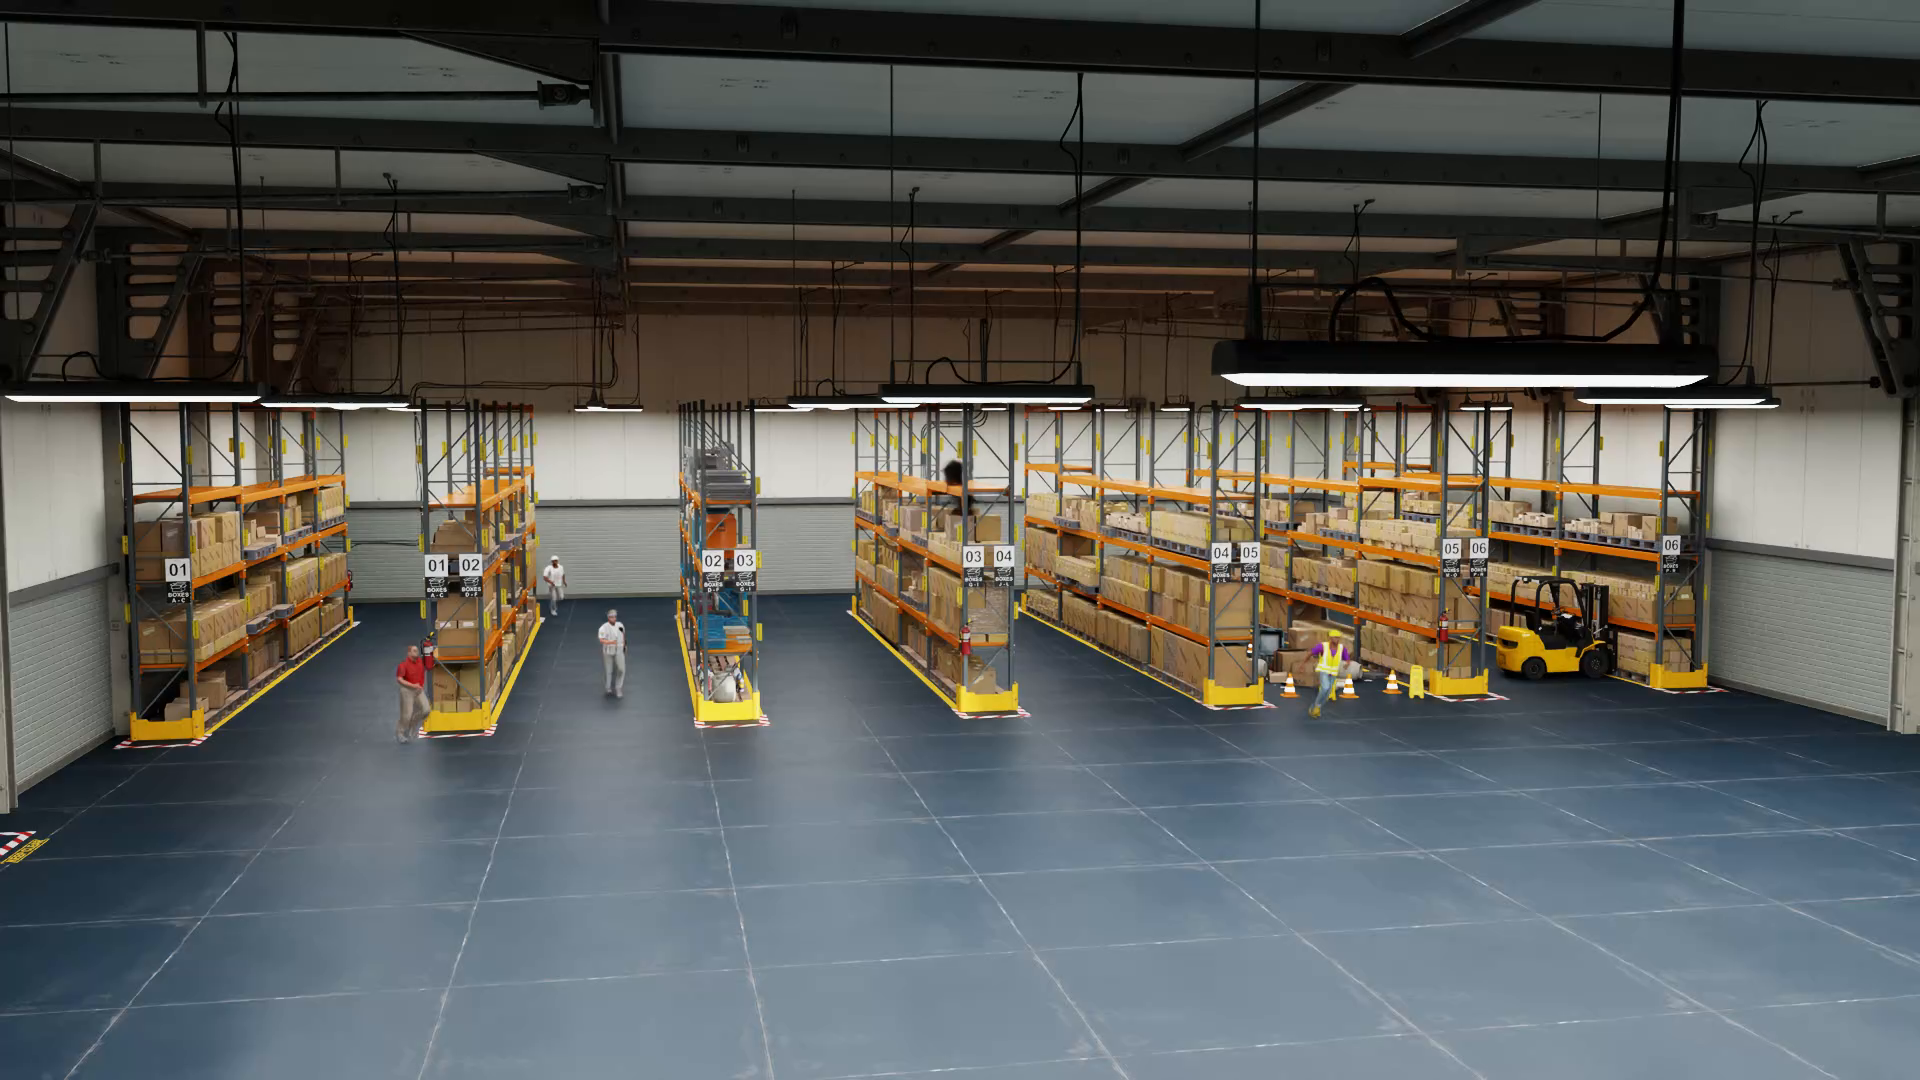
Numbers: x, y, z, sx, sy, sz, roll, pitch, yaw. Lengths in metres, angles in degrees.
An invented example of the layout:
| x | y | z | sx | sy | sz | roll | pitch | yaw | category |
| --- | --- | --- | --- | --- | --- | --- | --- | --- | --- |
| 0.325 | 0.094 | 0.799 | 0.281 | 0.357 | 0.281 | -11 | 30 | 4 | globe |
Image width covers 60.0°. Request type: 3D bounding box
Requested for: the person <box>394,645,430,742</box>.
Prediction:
| x | y | z | sx | sy | sz | roll | pitch | yaw | category |
| --- | --- | --- | --- | --- | --- | --- | --- | --- | --- |
| -9.549 | 2.679 | 29.109 | 0.678 | 1.678 | 0.687 | 3 | 5 | 34 | person |

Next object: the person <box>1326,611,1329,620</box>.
| x | y | z | sx | sy | sz | roll | pitch | yaw | category |
| --- | --- | --- | --- | --- | --- | --- | --- | --- | --- |
| 9.879 | 1.475 | 45.371 | 0.586 | 1.652 | 0.796 | -2 | 5 | -21 | person |

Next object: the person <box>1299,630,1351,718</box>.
| x | y | z | sx | sy | sz | roll | pitch | yaw | category |
| --- | --- | --- | --- | --- | --- | --- | --- | --- | --- |
| 6.958 | 2.533 | 31.420 | 0.875 | 1.667 | 0.711 | -1 | 5 | -18 | person |

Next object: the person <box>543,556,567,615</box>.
| x | y | z | sx | sy | sz | roll | pitch | yaw | category |
| --- | --- | --- | --- | --- | --- | --- | --- | --- | --- |
| -11.531 | 1.294 | 47.402 | 0.687 | 1.708 | 0.621 | -4 | 6 | -40 | person |

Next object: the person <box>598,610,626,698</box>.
| x | y | z | sx | sy | sz | roll | pitch | yaw | category |
| --- | --- | --- | --- | --- | --- | --- | --- | --- | --- |
| -7.032 | 2.307 | 33.727 | 0.617 | 1.818 | 0.832 | -2 | 5 | -26 | person |
